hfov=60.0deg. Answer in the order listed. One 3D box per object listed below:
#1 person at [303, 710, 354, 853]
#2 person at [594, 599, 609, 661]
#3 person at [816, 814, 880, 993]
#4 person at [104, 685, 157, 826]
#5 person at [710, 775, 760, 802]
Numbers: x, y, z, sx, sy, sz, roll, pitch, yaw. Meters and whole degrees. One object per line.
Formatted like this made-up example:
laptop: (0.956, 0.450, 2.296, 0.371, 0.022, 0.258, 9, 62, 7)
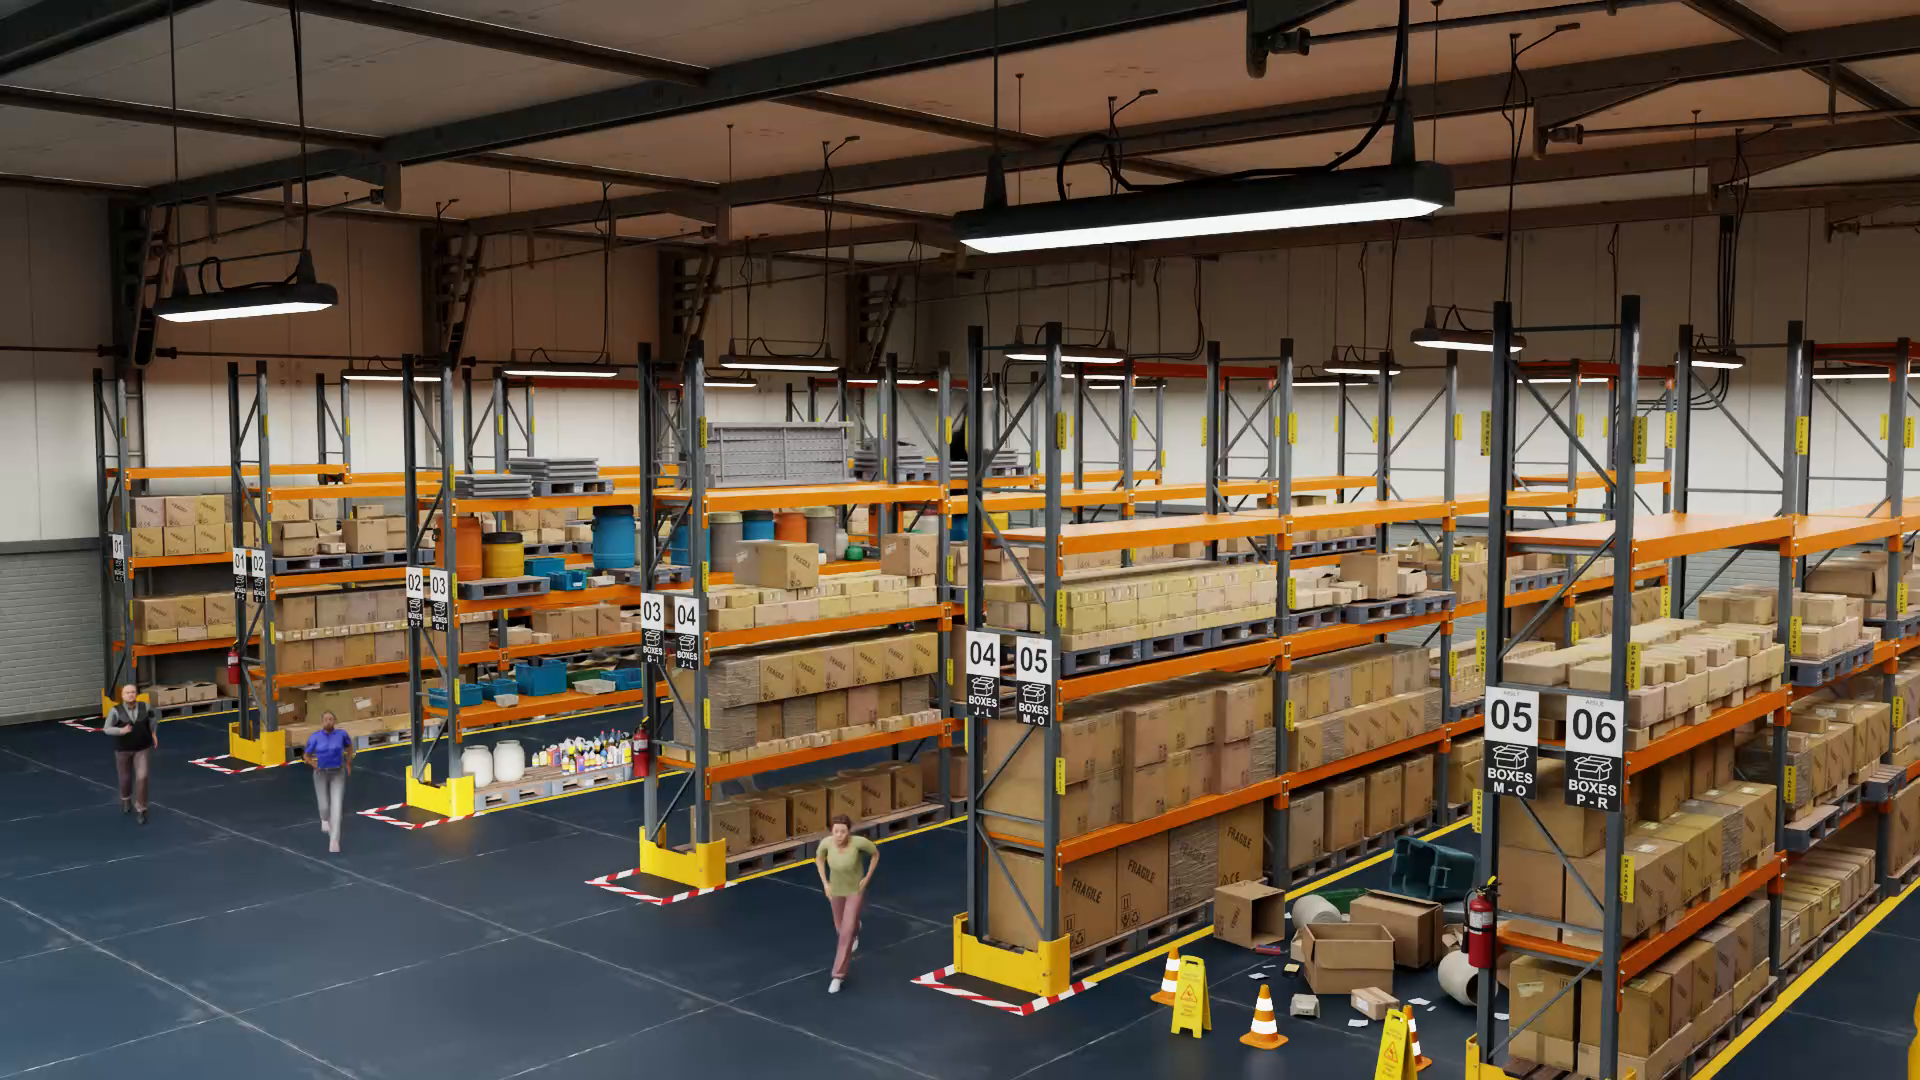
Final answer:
person: (-7.605, 2.866, 20.057, 0.581, 1.652, 0.926, -2, 5, -22)
person: (-7.130, 1.914, 33.094, 0.591, 1.629, 0.577, 4, 6, 41)
person: (-1.021, 3.256, 15.343, 0.589, 1.618, 0.919, 0, 4, 3)
person: (-10.619, 2.716, 21.324, 0.635, 1.753, 0.907, -2, 5, -30)
person: (-2.936, 2.765, 21.529, 0.561, 1.652, 0.913, 4, 6, 42)
